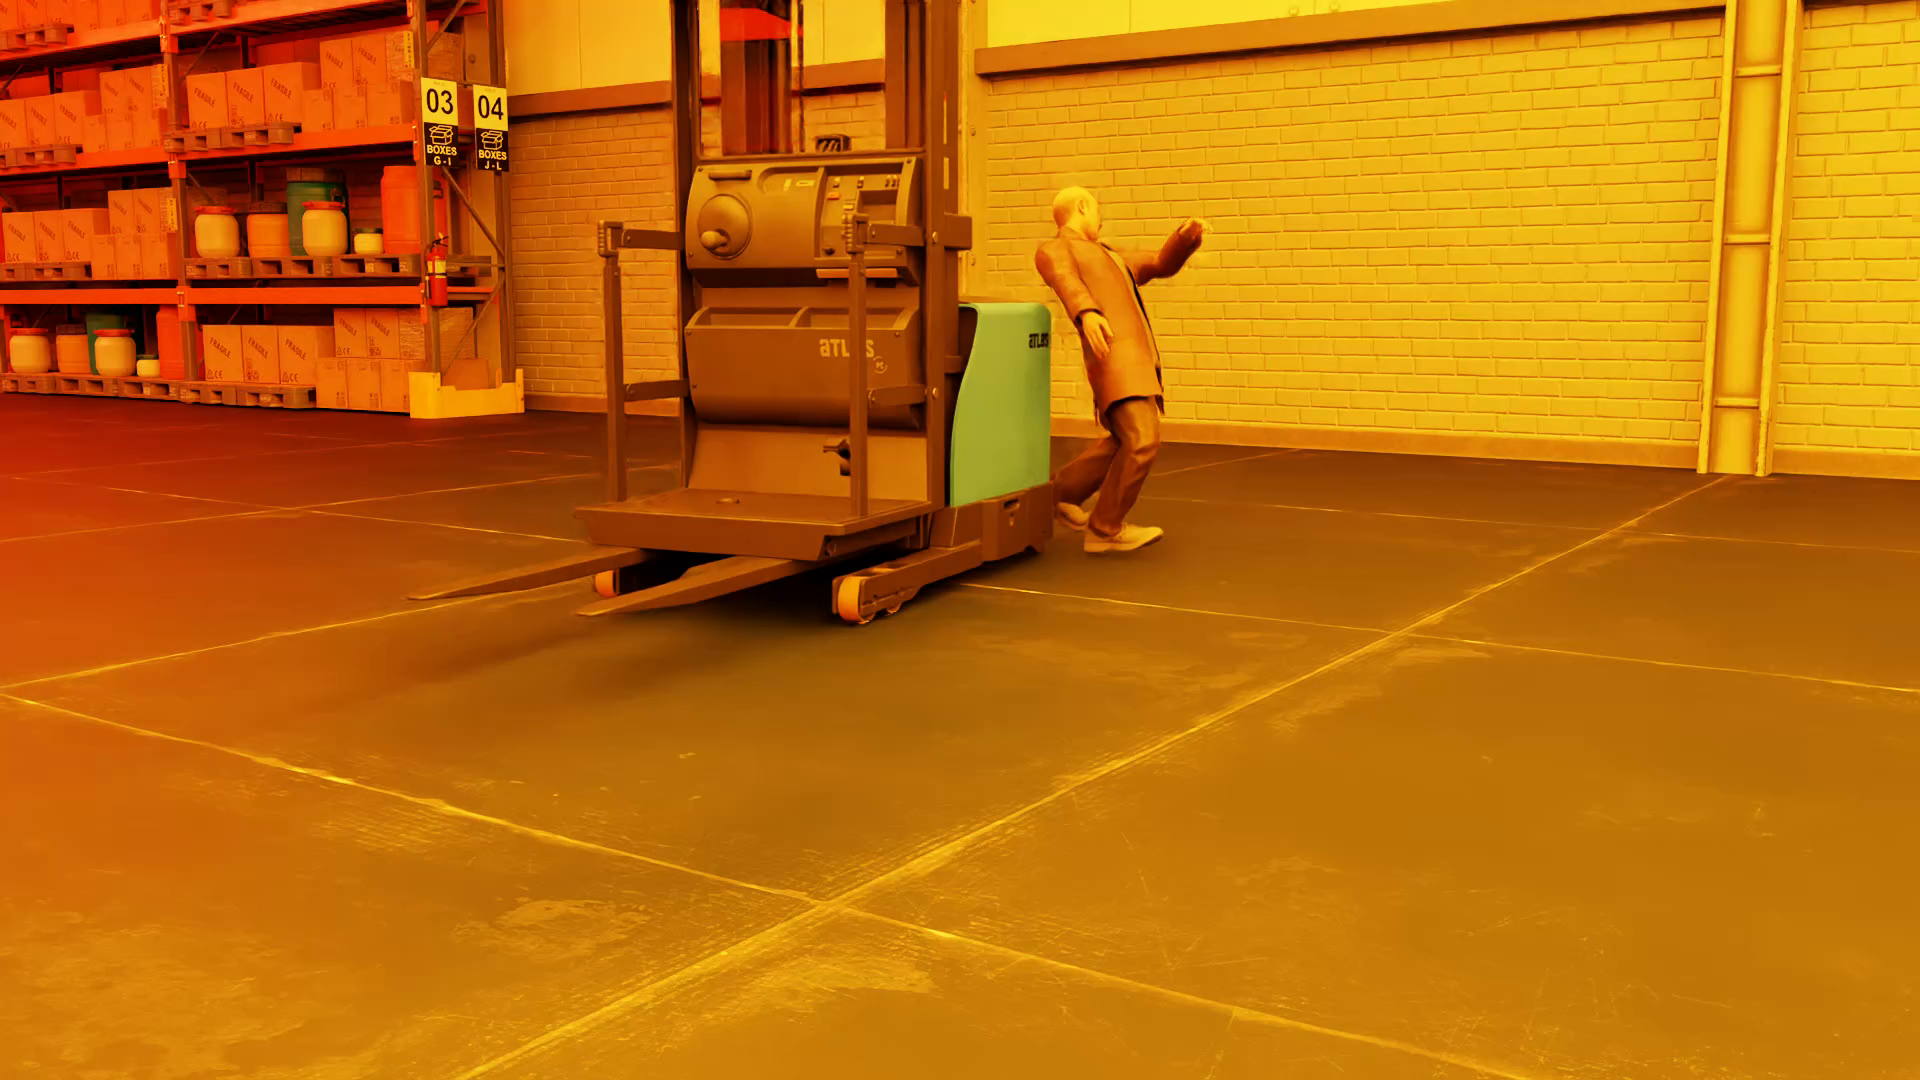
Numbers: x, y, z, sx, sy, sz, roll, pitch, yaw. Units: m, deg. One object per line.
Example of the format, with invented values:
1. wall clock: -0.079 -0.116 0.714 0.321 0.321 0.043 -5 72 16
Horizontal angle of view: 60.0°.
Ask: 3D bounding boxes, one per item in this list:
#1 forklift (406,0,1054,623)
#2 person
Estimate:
1. forklift: -0.677 -1.237 5.894 1.130 2.935 3.031 4 9 25
2. person: 0.619 -0.723 7.049 0.880 1.539 0.978 2 8 16
